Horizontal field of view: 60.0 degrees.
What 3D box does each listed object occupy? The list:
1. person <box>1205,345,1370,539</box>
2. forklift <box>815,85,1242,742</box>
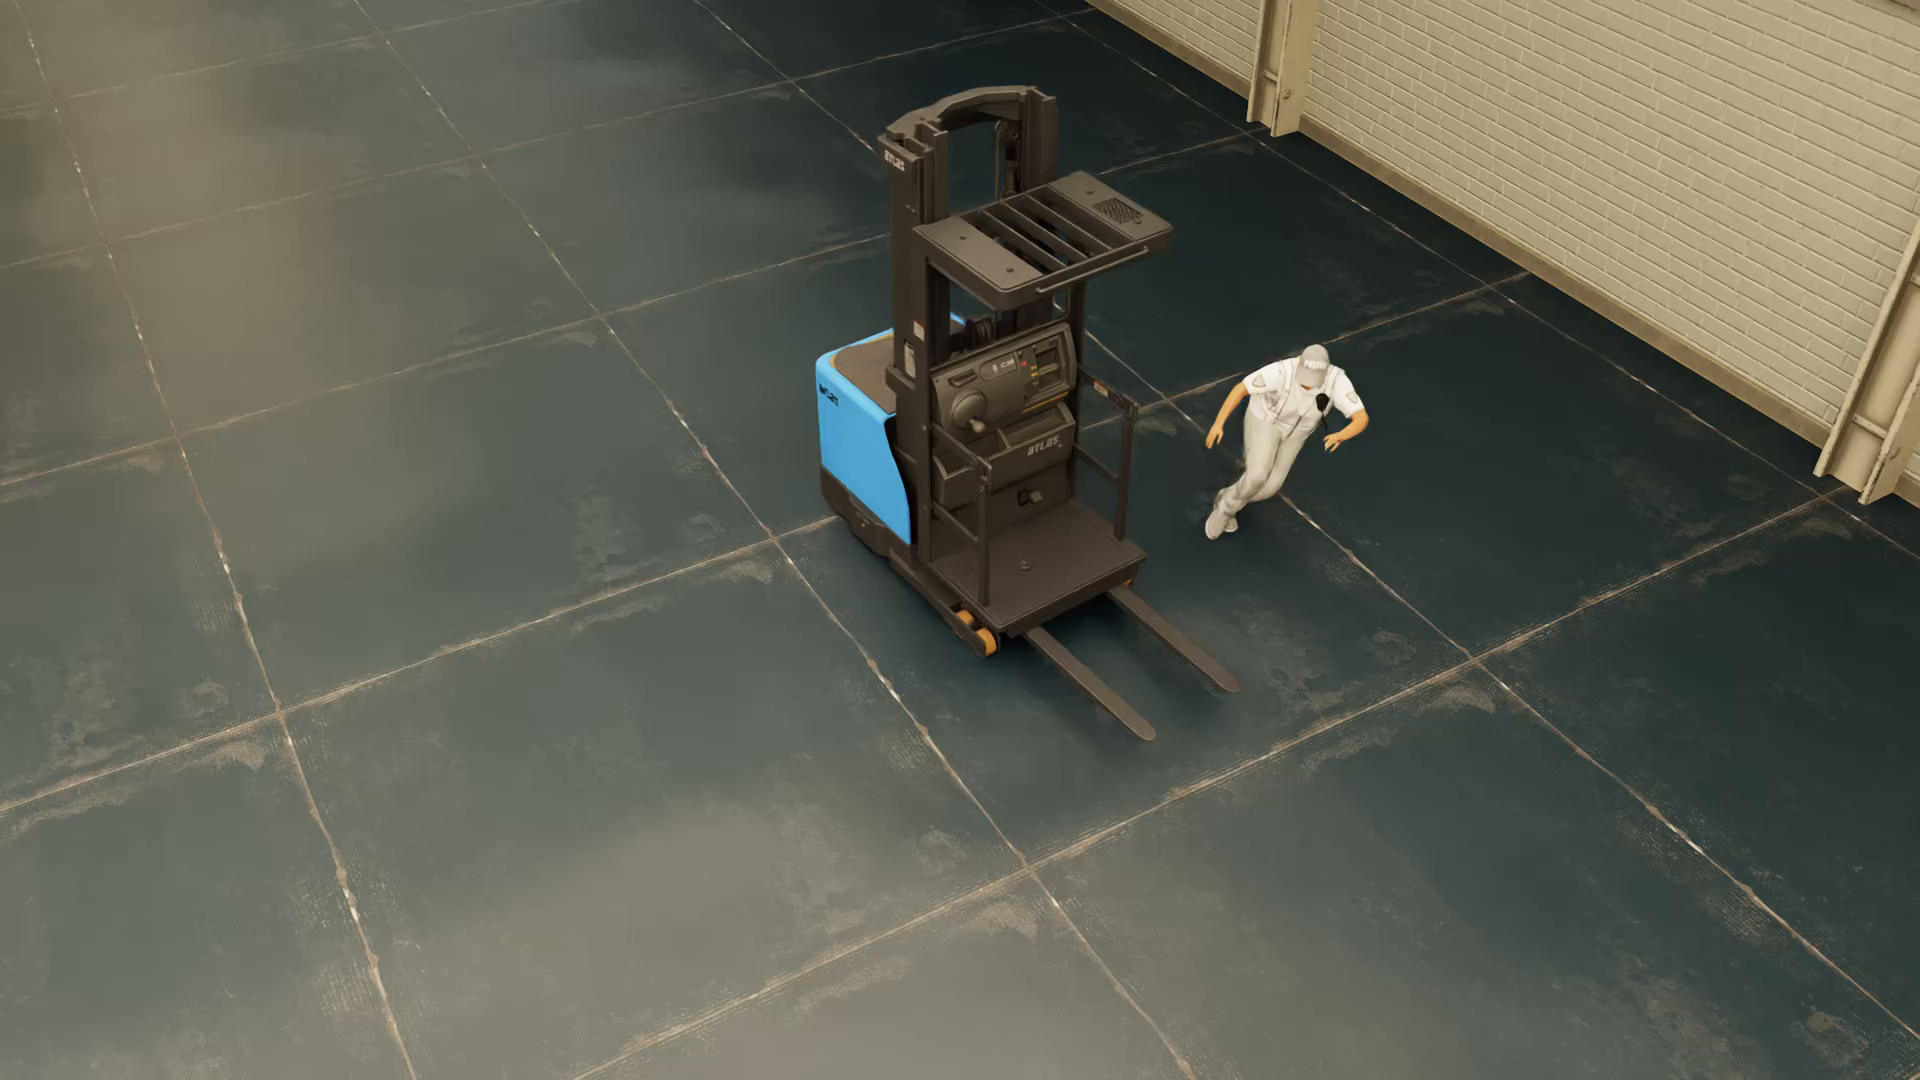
[{"bbox_3d":[1.908,-0.572,9.926,0.900,1.441,0.875,-3,40,-4],"label":"person"},{"bbox_3d":[0.377,-0.812,9.015,1.130,2.935,3.031,-25,46,-27],"label":"forklift"}]
